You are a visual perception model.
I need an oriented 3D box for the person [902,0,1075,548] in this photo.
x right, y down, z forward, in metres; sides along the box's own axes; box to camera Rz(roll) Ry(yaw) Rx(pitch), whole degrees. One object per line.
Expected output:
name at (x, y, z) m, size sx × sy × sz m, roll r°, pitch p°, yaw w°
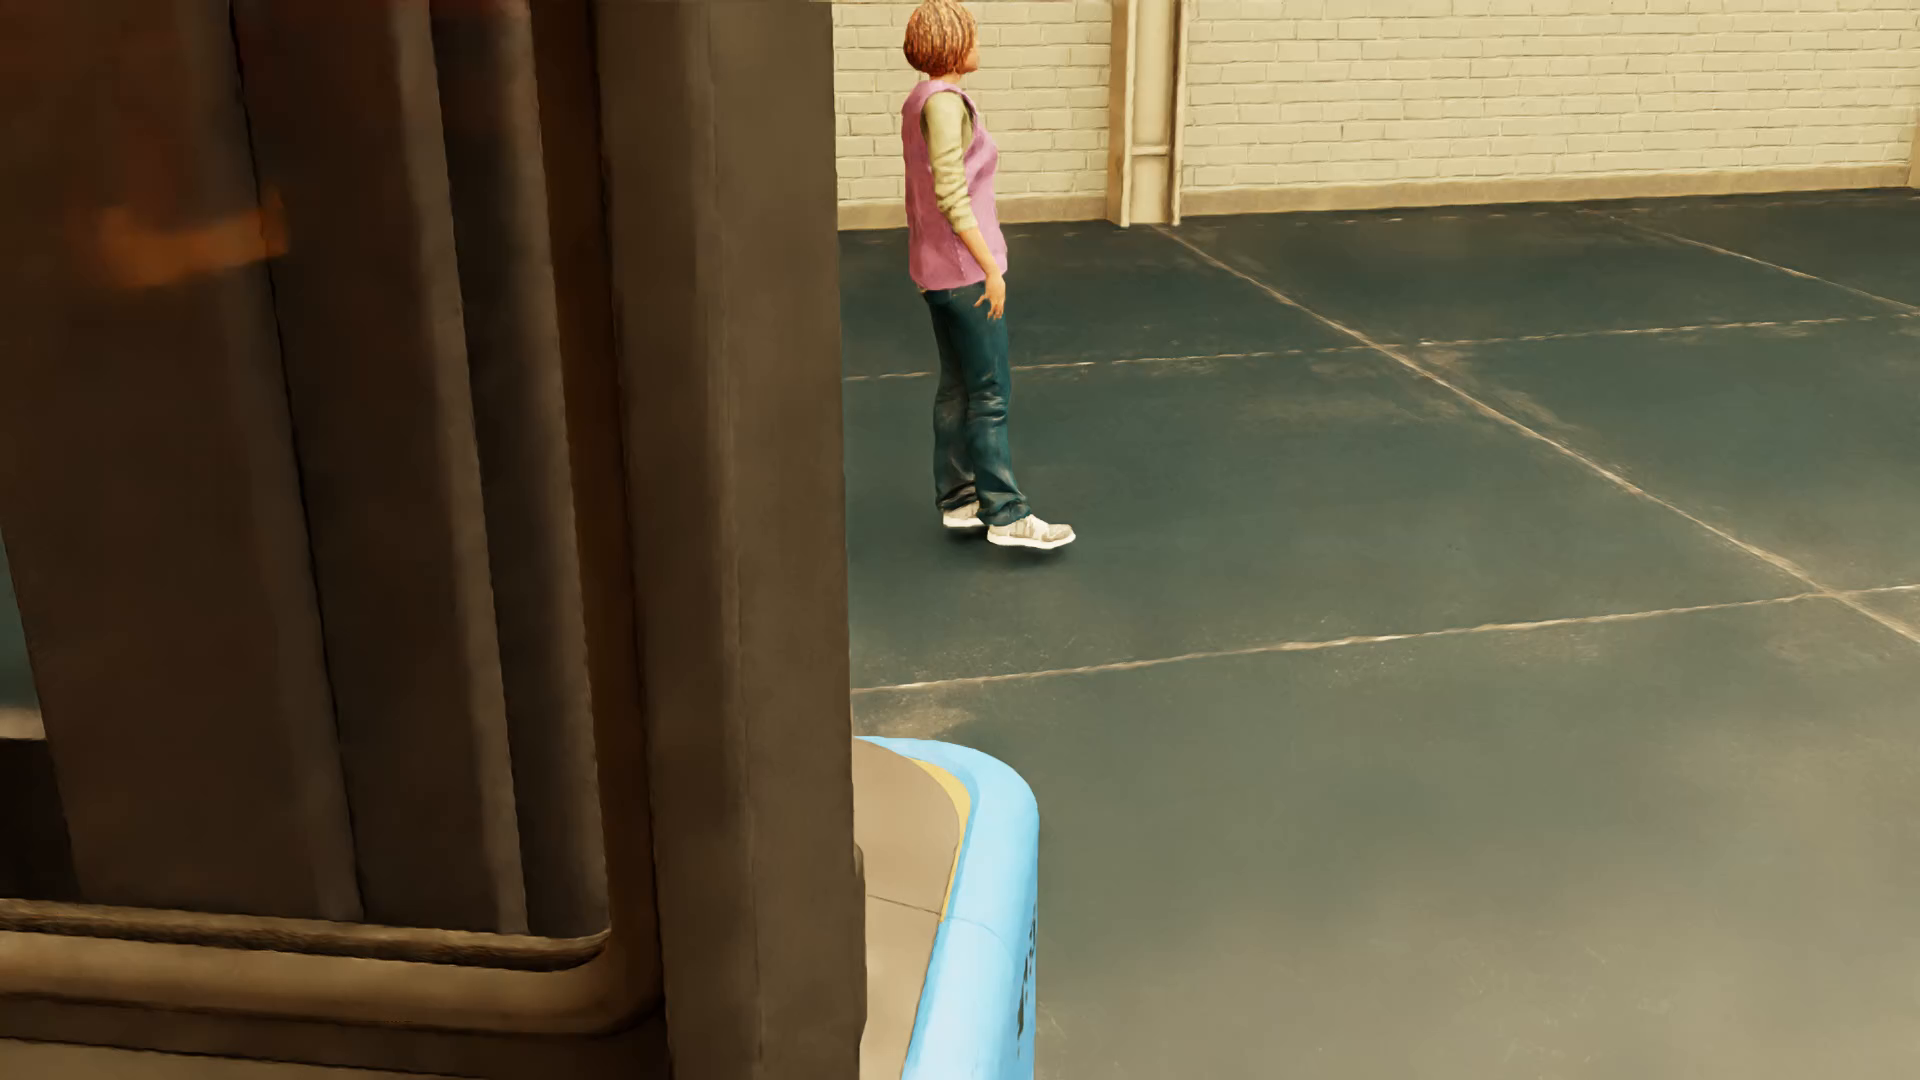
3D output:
person at (0.074, -0.789, 5.000) m, size 0.476 × 1.593 × 0.520 m, roll -5°, pitch 21°, yaw -12°
